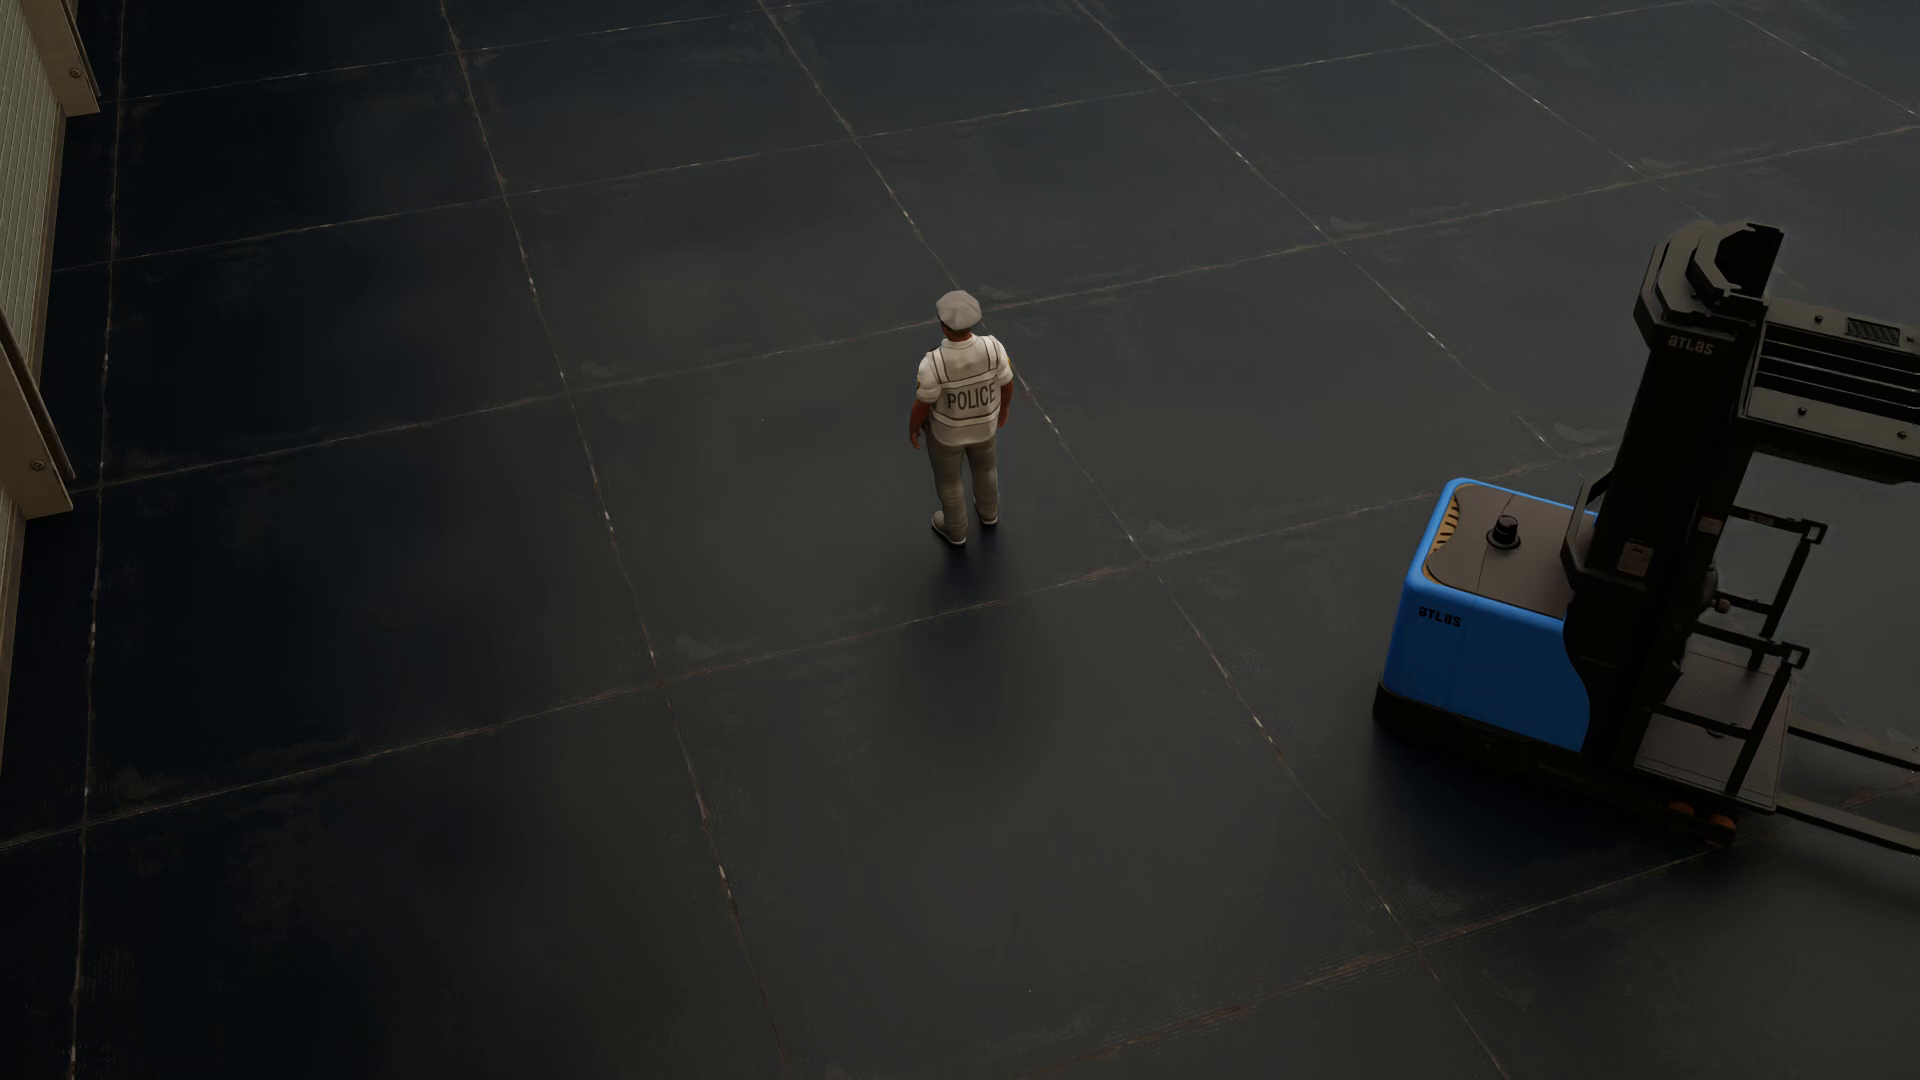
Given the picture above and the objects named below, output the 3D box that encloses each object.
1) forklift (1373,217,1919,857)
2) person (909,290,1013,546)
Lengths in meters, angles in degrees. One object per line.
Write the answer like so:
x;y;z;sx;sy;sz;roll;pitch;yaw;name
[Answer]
3.799;0.036;7.953;3.031;2.935;1.130;17;43;20;forklift
-0.016;-0.738;9.757;0.641;1.780;0.574;-13;42;-15;person
